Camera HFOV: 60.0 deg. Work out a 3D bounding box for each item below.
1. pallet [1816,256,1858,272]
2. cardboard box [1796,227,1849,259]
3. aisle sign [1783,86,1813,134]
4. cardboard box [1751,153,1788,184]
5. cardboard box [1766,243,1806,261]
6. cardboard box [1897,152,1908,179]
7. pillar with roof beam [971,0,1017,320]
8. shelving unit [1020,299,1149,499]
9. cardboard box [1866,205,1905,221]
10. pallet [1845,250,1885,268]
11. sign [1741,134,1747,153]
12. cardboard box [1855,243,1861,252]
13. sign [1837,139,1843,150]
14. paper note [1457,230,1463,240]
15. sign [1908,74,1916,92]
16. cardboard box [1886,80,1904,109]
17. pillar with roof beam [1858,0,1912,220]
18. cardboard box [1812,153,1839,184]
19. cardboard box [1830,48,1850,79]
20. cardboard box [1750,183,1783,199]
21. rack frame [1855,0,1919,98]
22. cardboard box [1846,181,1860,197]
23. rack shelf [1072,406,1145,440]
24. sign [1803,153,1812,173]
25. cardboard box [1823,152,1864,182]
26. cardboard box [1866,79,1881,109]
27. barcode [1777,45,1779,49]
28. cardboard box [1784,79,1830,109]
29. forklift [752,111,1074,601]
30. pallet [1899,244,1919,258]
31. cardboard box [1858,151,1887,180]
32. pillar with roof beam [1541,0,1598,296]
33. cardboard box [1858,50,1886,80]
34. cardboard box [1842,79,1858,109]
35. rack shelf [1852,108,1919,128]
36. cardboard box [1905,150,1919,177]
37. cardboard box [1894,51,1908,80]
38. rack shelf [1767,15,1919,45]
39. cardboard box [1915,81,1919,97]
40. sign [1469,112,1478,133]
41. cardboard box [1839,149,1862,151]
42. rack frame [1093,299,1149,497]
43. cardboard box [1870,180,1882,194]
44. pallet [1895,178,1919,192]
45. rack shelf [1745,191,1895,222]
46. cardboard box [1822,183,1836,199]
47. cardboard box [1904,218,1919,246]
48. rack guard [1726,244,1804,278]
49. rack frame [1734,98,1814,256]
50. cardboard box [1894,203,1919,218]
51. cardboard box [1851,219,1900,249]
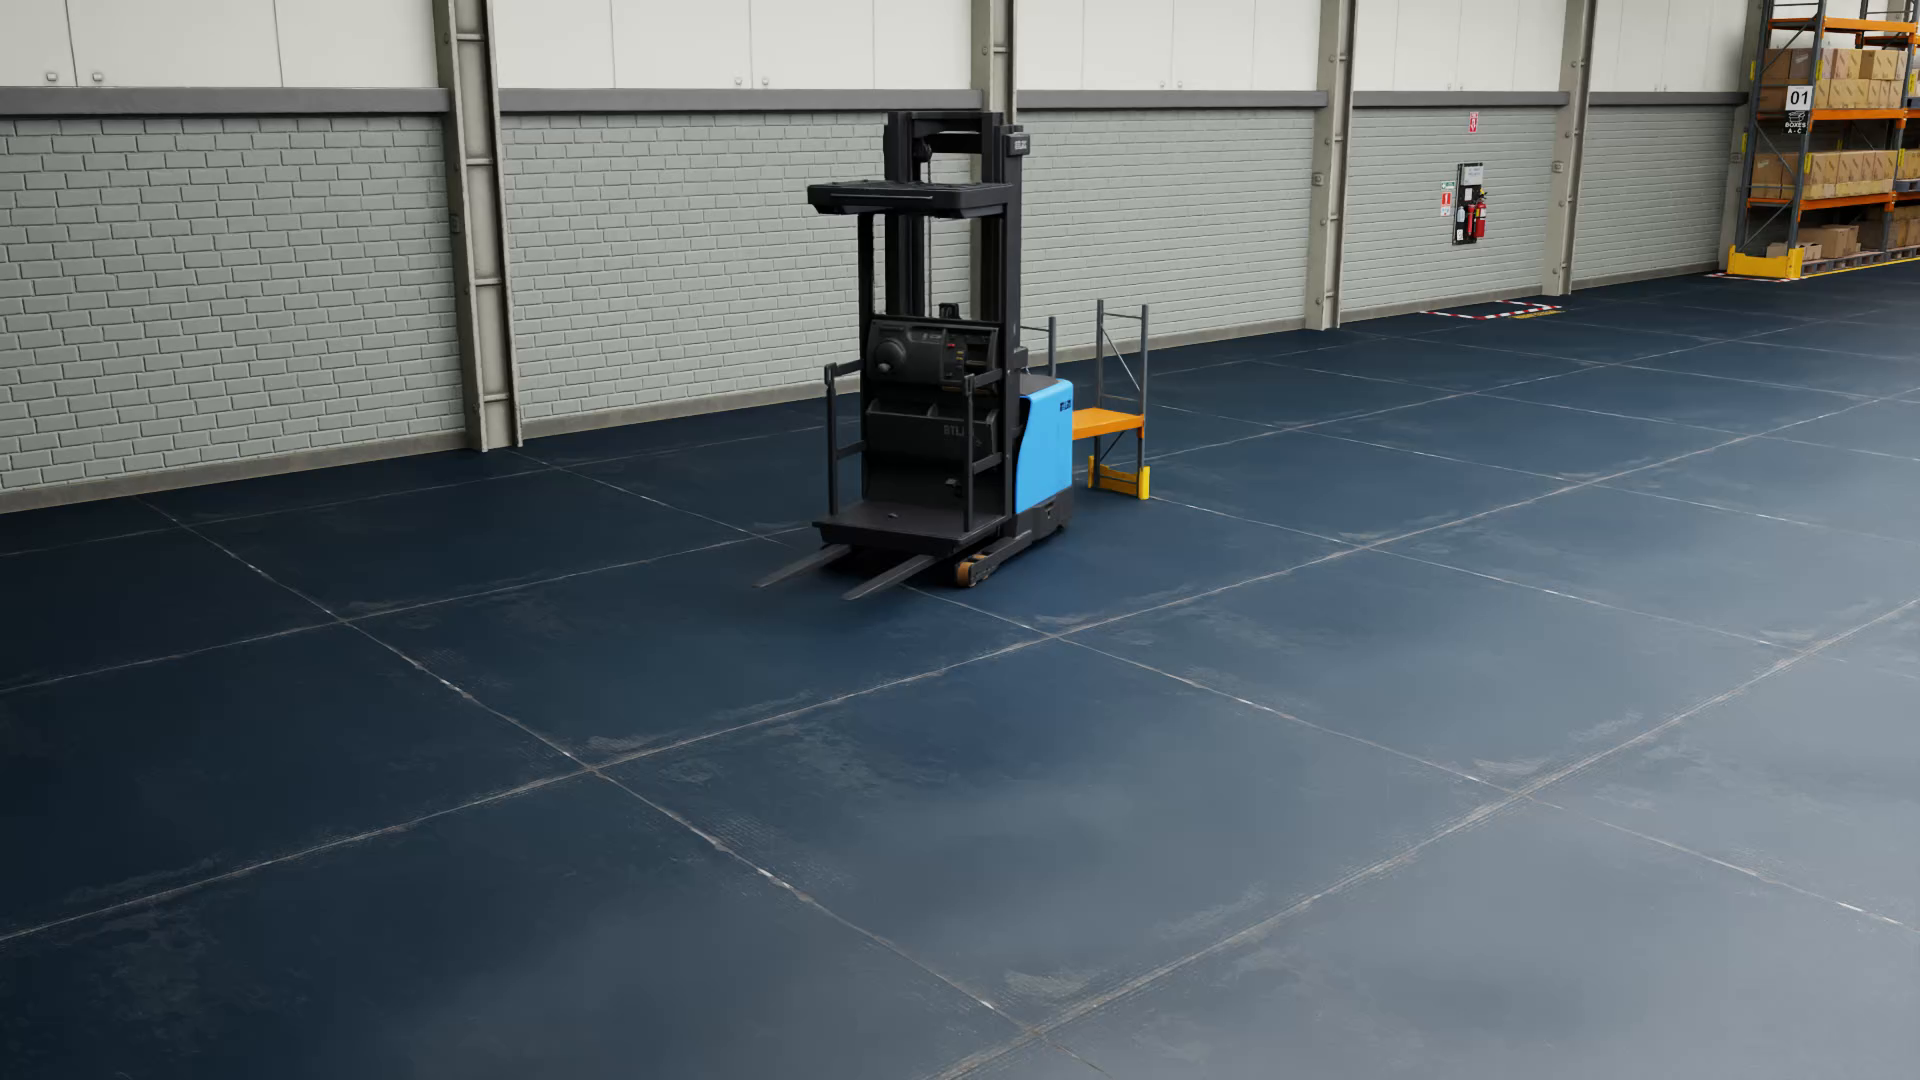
[{"bbox_3d":[15.595,-5.067,30.312,1.213,0.211,1.003,-13,19,-39],"label":"pallet"},{"bbox_3d":[15.579,-5.381,30.074,0.500,0.500,0.700,-14,21,-43],"label":"cardboard box"},{"bbox_3d":[14.125,-7.251,28.045,0.004,0.787,0.394,-13,19,-39],"label":"aisle sign"},{"bbox_3d":[14.198,-6.486,29.019,0.500,0.500,0.500,-13,20,-40],"label":"cardboard box"},{"bbox_3d":[14.563,-5.079,29.308,0.500,0.311,0.500,13,20,41],"label":"cardboard box"},{"bbox_3d":[17.406,-7.084,31.410,0.500,0.500,0.700,-13,19,-39],"label":"cardboard box"},{"bbox_3d":[3.189,-5.363,14.392,0.400,9.000,9.100,-13,19,-39],"label":"pillar with roof beam"},{"bbox_3d":[0.886,-1.013,12.638,1.083,1.500,0.587,-14,20,-41],"label":"shelving unit"},{"bbox_3d":[17.874,-6.313,32.112,0.500,0.250,0.500,-13,20,-41],"label":"cardboard box"},{"bbox_3d":[16.516,-5.275,31.090,1.213,0.211,1.003,-13,19,-39],"label":"pallet"},{"bbox_3d":[13.633,-6.889,28.872,0.005,0.325,0.100,-13,19,-39],"label":"sign"},{"bbox_3d":[16.616,-5.490,31.130,0.380,0.166,0.250,13,20,40],"label":"cardboard box"},{"bbox_3d":[16.633,-7.410,31.435,0.005,0.325,0.100,-13,19,-39],"label":"sign"},{"bbox_3d":[7.348,-4.483,24.426,0.142,0.148,0.016,-13,19,-39],"label":"paper note"},{"bbox_3d":[17.362,-8.338,30.337,0.005,0.325,0.100,-13,19,-39],"label":"sign"},{"bbox_3d":[16.779,-8.116,30.277,0.500,0.500,0.500,-12,19,-38],"label":"cardboard box"},{"bbox_3d":[21.295,-9.429,29.613,0.400,9.000,9.100,-13,19,-39],"label":"pillar with roof beam"},{"bbox_3d":[14.919,-6.469,28.955,0.500,0.500,0.500,-13,19,-39],"label":"cardboard box"},{"bbox_3d":[14.844,-8.149,28.462,0.500,0.500,0.500,-13,20,-40],"label":"cardboard box"},{"bbox_3d":[14.207,-6.120,29.100,0.500,0.250,0.500,-12,19,-39],"label":"cardboard box"},{"bbox_3d":[17.000,-9.641,30.408,0.127,3.000,1.000,-13,19,-39],"label":"rack frame"},{"bbox_3d":[15.712,-6.285,29.717,0.500,0.250,0.500,-12,19,-39],"label":"cardboard box"},{"bbox_3d":[0.879,-0.838,12.678,1.000,0.185,0.538,-14,20,-41],"label":"rack shelf"},{"bbox_3d":[14.338,-6.378,28.138,0.005,0.325,0.100,-13,19,-39],"label":"sign"},{"bbox_3d":[15.694,-6.645,29.614,0.500,0.500,0.500,-12,19,-38],"label":"cardboard box"},{"bbox_3d":[15.998,-7.932,29.588,0.500,0.500,0.500,-14,20,-41],"label":"cardboard box"},{"bbox_3d":[14.189,-8.553,28.853,0.075,0.075,0.001,-13,19,-39],"label":"barcode"},{"bbox_3d":[14.398,-7.581,28.272,0.500,0.500,0.500,-12,19,-38],"label":"cardboard box"},{"bbox_3d":[-0.276,-1.241,10.717,1.130,2.935,3.031,7,17,25],"label":"forklift"},{"bbox_3d":[18.507,-5.736,32.814,1.213,0.211,1.003,-13,19,-39],"label":"pallet"},{"bbox_3d":[16.473,-6.817,30.256,0.500,0.500,0.500,-13,20,-40],"label":"cardboard box"},{"bbox_3d":[12.242,-7.396,22.002,0.400,9.000,9.100,-13,19,-39],"label":"pillar with roof beam"},{"bbox_3d":[16.006,-8.410,29.441,0.500,0.500,0.500,-14,20,-41],"label":"cardboard box"},{"bbox_3d":[15.216,-7.753,28.919,0.500,0.500,0.500,-12,19,-37],"label":"cardboard box"},{"bbox_3d":[18.508,-8.184,32.156,4.000,0.370,1.077,-13,19,-39],"label":"rack shelf"},{"bbox_3d":[18.308,-7.294,32.200,0.500,0.500,0.700,-10,18,-32],"label":"cardboard box"},{"bbox_3d":[16.800,-8.596,30.135,0.500,0.500,0.500,14,20,42],"label":"cardboard box"},{"bbox_3d":[15.491,-8.954,29.233,4.000,0.370,1.077,-13,19,-39],"label":"rack shelf"},{"bbox_3d":[17.929,-8.533,31.431,0.500,0.311,0.500,-12,19,-38],"label":"cardboard box"},{"bbox_3d":[7.455,-6.063,24.143,0.199,0.298,0.001,-13,19,-39],"label":"sign"},{"bbox_3d":[16.508,-7.004,30.956,0.500,0.500,0.500,-13,20,-41],"label":"cardboard box"},{"bbox_3d":[1.250,-1.102,12.968,0.032,1.500,0.500,-14,20,-41],"label":"rack frame"},{"bbox_3d":[16.460,-6.458,30.367,0.500,0.250,0.500,-13,19,-39],"label":"cardboard box"},{"bbox_3d":[17.672,-6.752,31.585,1.213,0.211,1.003,-13,19,-39],"label":"pallet"},{"bbox_3d":[15.491,-6.057,30.006,4.000,0.370,1.077,-13,19,-39],"label":"rack shelf"},{"bbox_3d":[14.941,-6.114,29.080,0.500,0.250,0.500,-13,20,-41],"label":"cardboard box"},{"bbox_3d":[18.312,-6.052,32.585,0.500,0.500,0.700,-12,19,-39],"label":"cardboard box"},{"bbox_3d":[14.039,-4.871,29.016,0.348,0.500,1.175,-13,19,-39],"label":"rack guard"},{"bbox_3d":[13.982,-6.065,28.645,0.127,3.000,1.000,-13,19,-39],"label":"rack frame"},{"bbox_3d":[18.652,-6.483,32.747,0.500,0.250,0.500,-13,20,-40],"label":"cardboard box"},{"bbox_3d":[17.544,-5.876,31.927,0.500,0.500,0.700,-12,19,-38],"label":"cardboard box"}]
